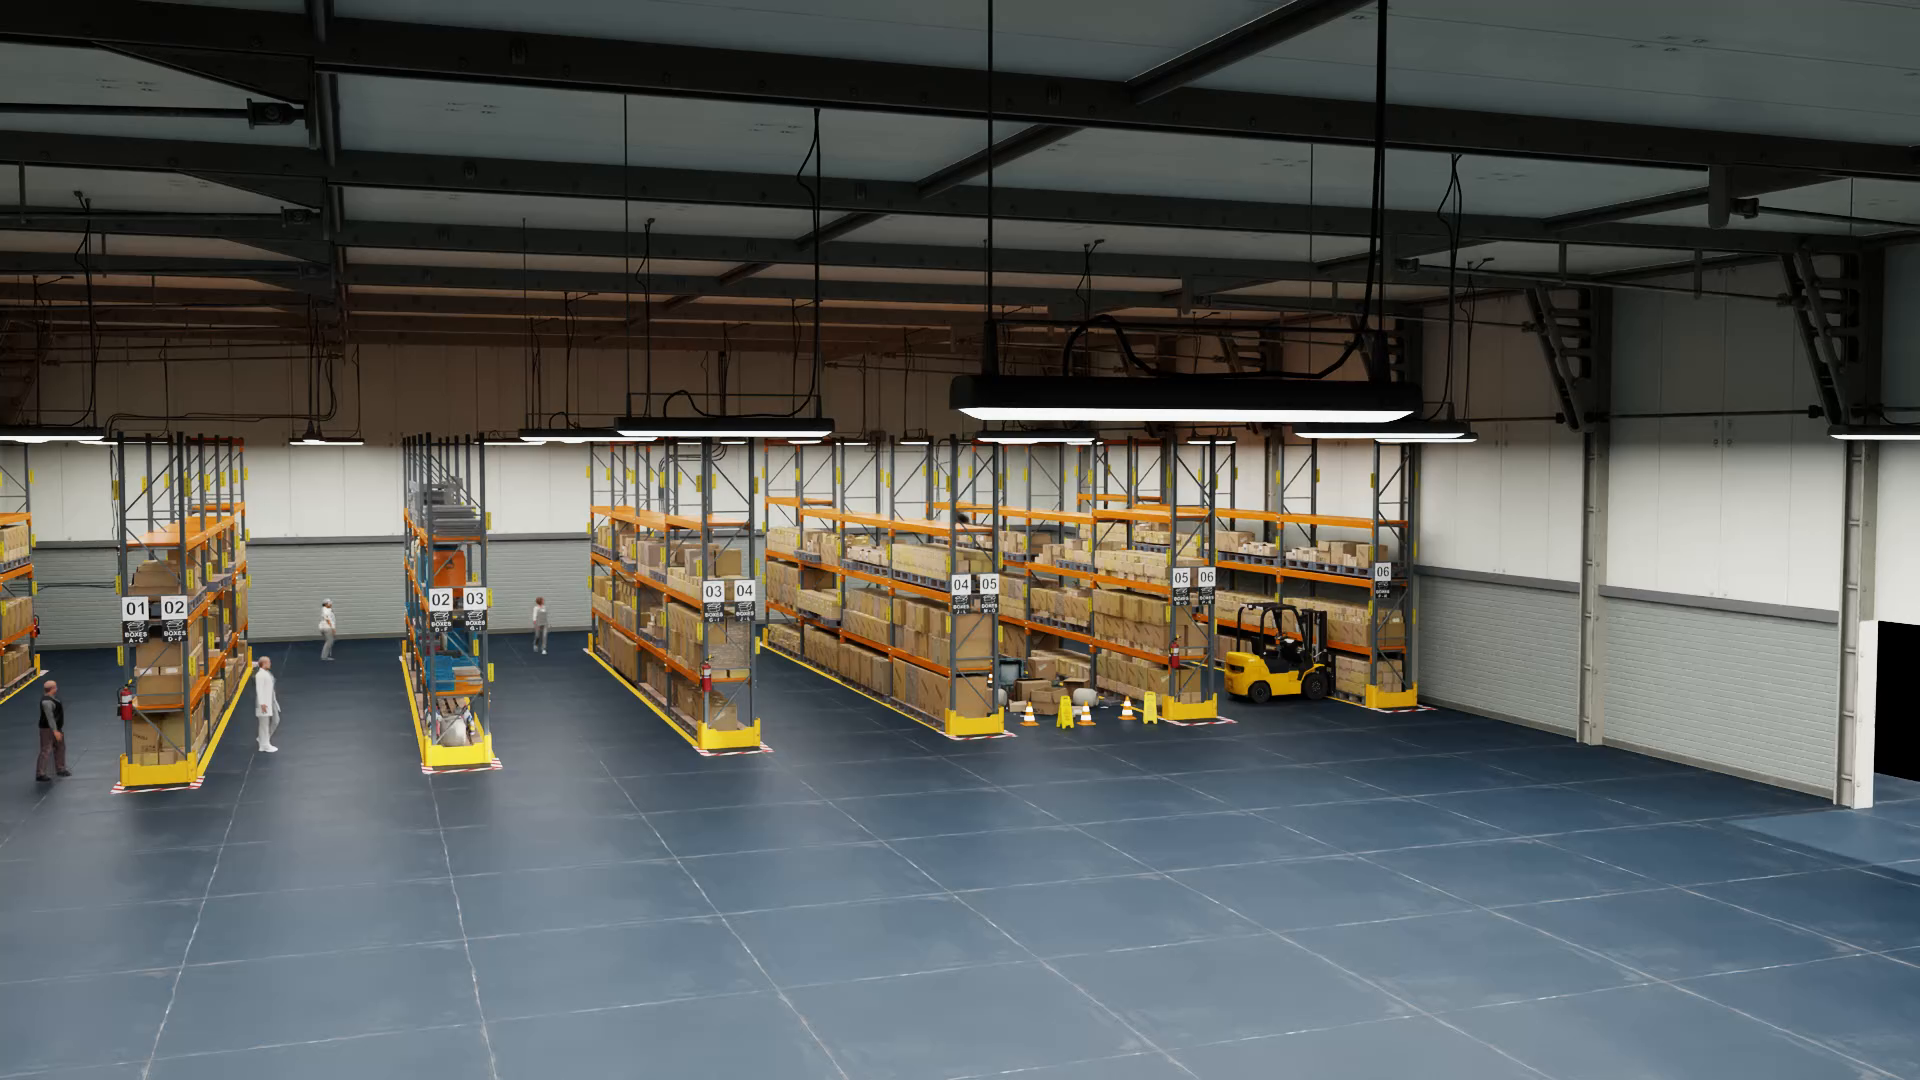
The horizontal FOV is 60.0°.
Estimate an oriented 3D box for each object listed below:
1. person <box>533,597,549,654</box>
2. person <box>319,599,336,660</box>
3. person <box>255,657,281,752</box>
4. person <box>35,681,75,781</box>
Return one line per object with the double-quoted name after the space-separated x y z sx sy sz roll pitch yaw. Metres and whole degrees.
-11.606 2.366 46.053 0.453 1.593 0.443 -1 3 -25 "person"
-16.974 2.441 44.684 0.520 1.731 0.482 3 4 42 "person"
-13.151 3.095 31.438 0.571 1.789 0.654 0 3 4 "person"
-15.646 3.290 28.673 0.502 1.763 0.652 -1 3 -12 "person"
